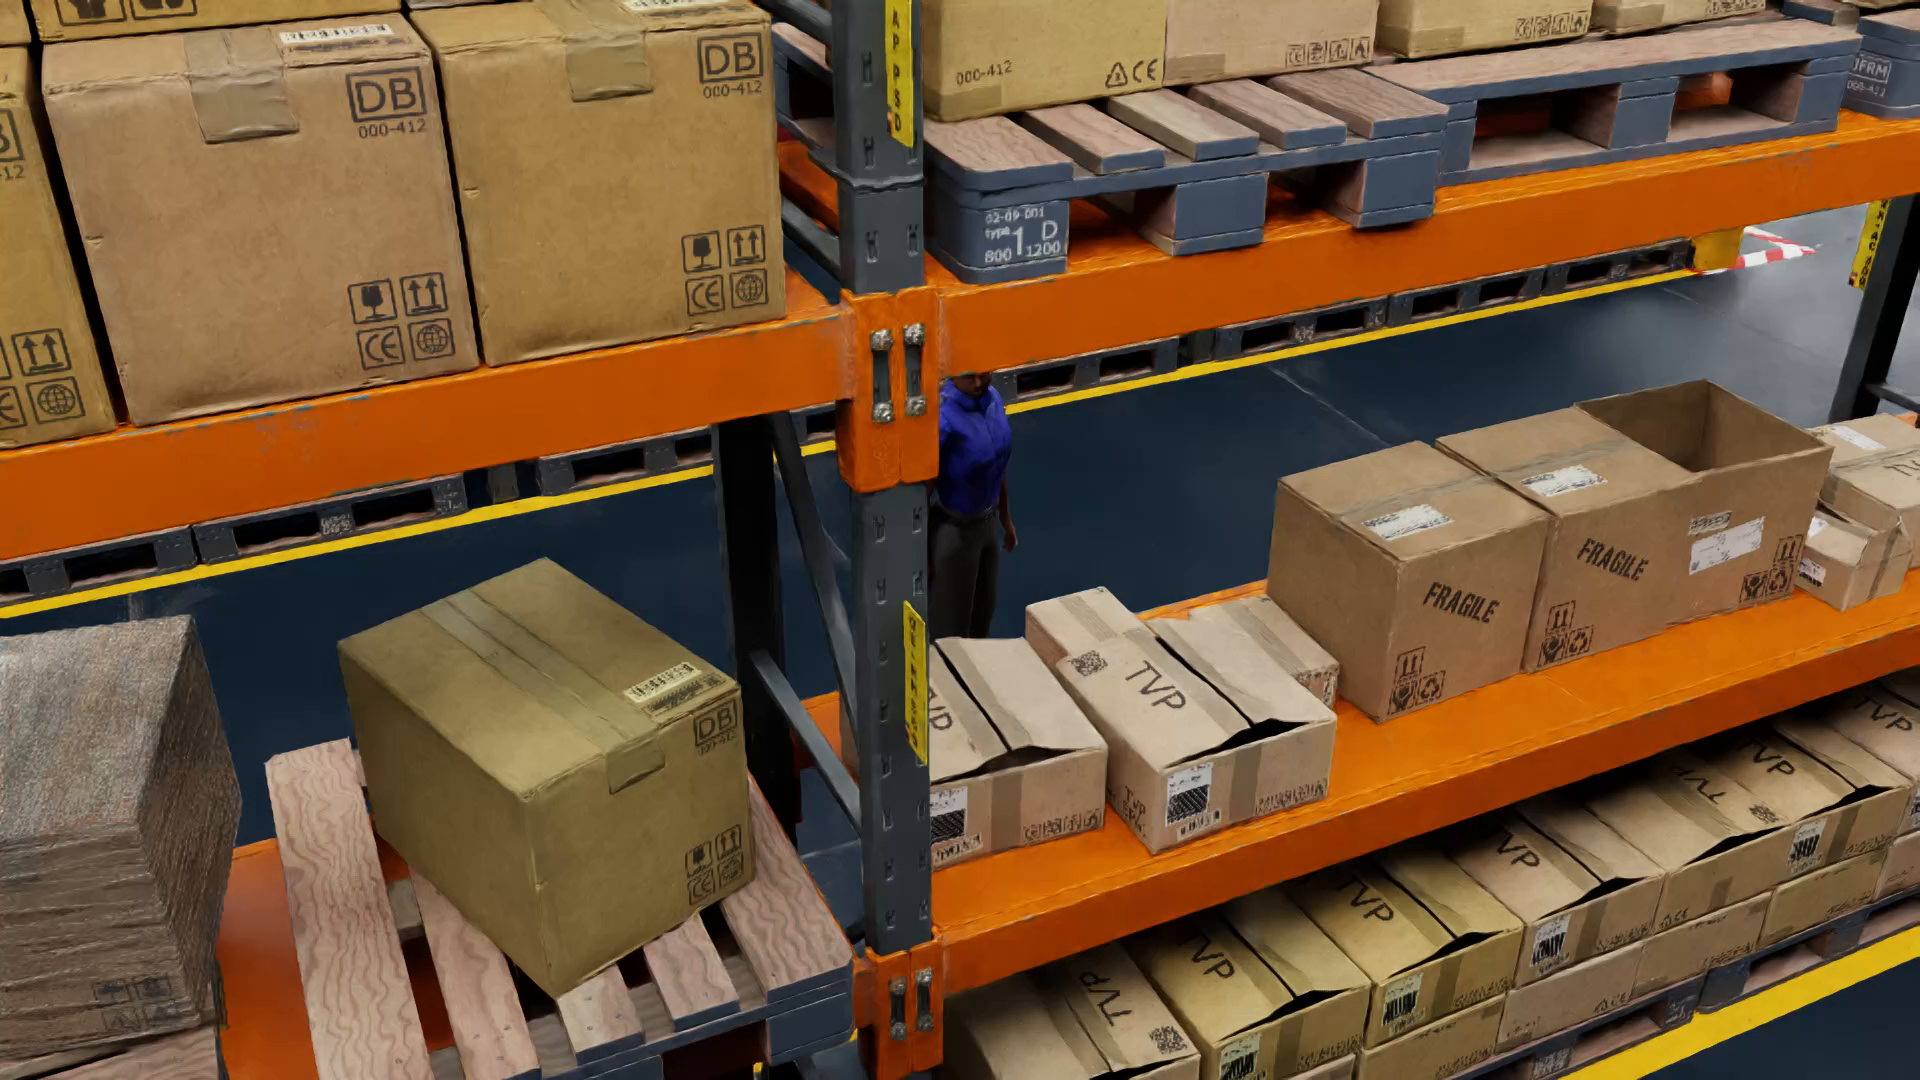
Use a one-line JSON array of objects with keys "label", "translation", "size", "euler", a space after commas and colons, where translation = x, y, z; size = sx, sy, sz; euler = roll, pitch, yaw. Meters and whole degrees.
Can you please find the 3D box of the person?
[{"label": "person", "translation": [0.014, -0.008, 6.091], "size": [0.319, 1.663, 0.528], "euler": [13, 32, 22]}]
